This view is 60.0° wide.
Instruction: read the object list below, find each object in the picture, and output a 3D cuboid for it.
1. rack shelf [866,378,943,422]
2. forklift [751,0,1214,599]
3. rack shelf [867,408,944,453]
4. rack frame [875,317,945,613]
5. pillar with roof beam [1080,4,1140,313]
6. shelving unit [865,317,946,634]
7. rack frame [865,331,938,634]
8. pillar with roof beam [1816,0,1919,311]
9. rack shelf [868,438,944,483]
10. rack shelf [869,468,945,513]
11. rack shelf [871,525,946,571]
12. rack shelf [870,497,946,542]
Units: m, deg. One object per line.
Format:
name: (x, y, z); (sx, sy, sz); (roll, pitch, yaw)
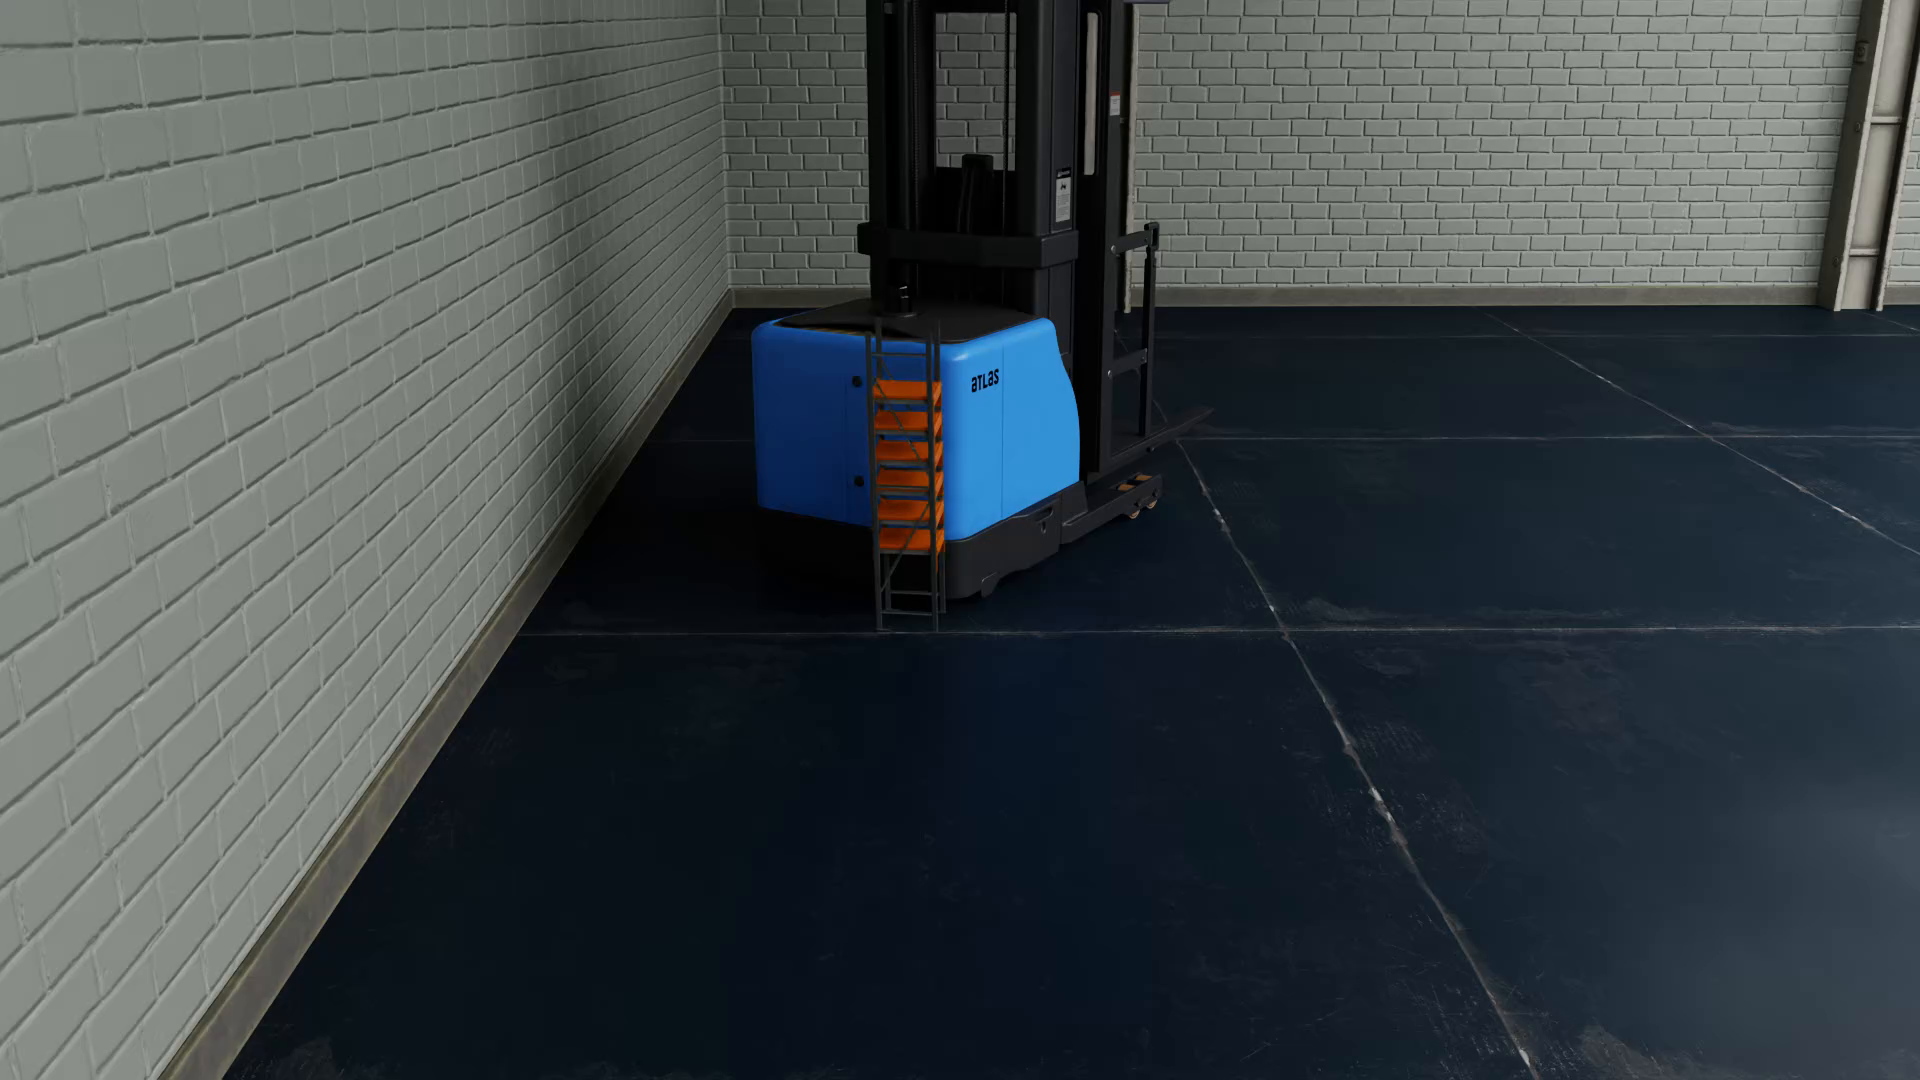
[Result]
rack shelf: (-0.204, -0.519, 6.152); (0.258, 0.103, 0.180); (3, 24, 8)
forklift: (0.319, -1.559, 7.609); (1.130, 2.935, 3.031); (10, 20, 29)
rack shelf: (-0.202, -0.409, 6.200); (0.258, 0.103, 0.180); (3, 24, 8)
rack frame: (-0.186, -0.266, 6.361); (0.240, 1.200, 0.006); (3, 24, 8)
pillar with roof beam: (1.215, -4.813, 7.818); (0.400, 9.000, 9.100); (0, 18, -1)
shelving unit: (-0.199, -0.230, 6.278); (0.258, 1.200, 0.189); (3, 24, 8)
rack frame: (-0.213, -0.194, 6.195); (0.240, 1.200, 0.006); (3, 24, 8)
pillar with roof beam: (7.214, -4.842, 7.909); (0.400, 9.000, 9.100); (0, 18, -1)
rack shelf: (-0.200, -0.299, 6.248); (0.258, 0.103, 0.180); (3, 24, 8)
rack shelf: (-0.199, -0.189, 6.296); (0.258, 0.103, 0.180); (3, 24, 8)
rack shelf: (-0.195, 0.031, 6.391); (0.258, 0.103, 0.180); (3, 24, 8)
rack shelf: (-0.197, -0.079, 6.343); (0.258, 0.103, 0.180); (3, 24, 8)
